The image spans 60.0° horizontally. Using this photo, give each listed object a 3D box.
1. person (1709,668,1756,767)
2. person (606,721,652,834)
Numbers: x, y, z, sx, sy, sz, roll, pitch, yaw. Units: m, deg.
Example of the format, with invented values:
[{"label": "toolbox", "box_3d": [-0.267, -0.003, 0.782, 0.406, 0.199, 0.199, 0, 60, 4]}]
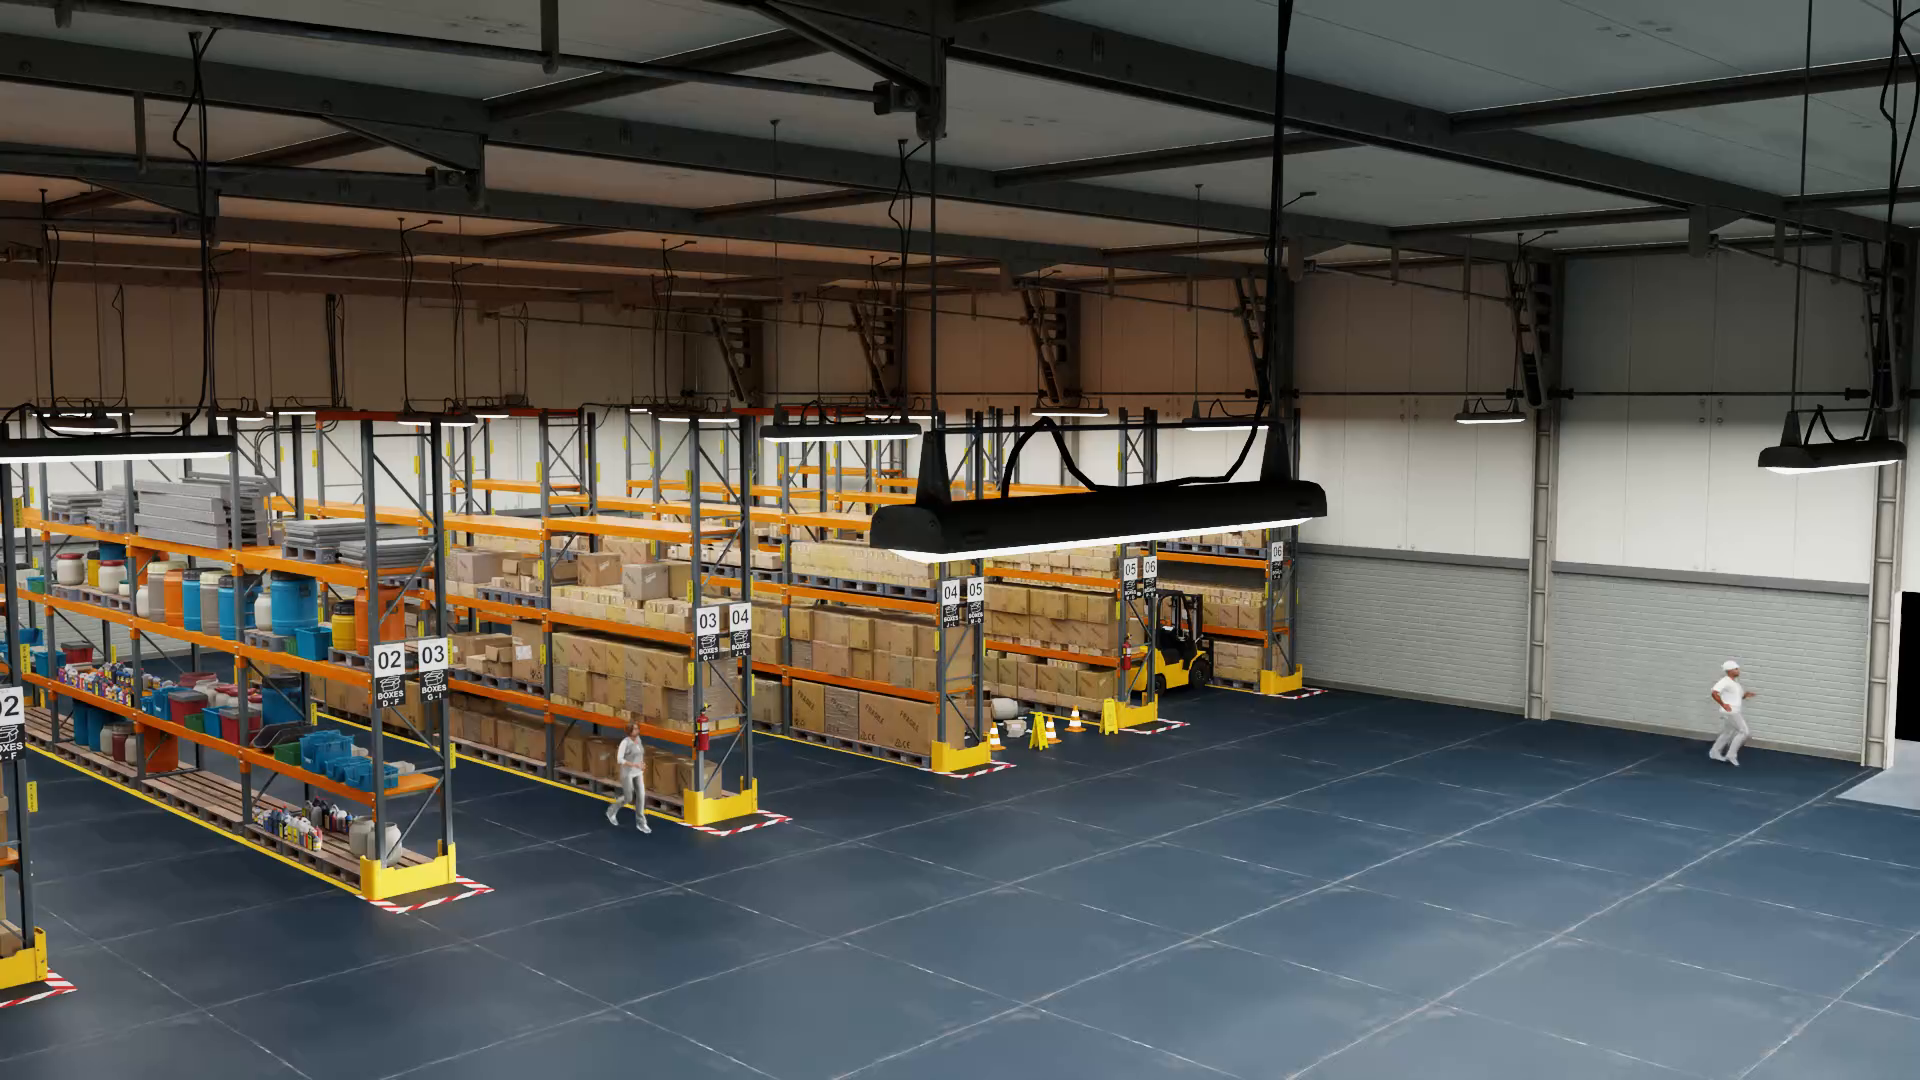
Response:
[{"label": "person", "box_3d": [13.137, 2.975, 28.271, 0.696, 1.770, 0.674, 3, 6, 27]}, {"label": "person", "box_3d": [-4.774, 3.409, 24.035, 0.771, 1.613, 0.565, 3, 6, 30]}]
